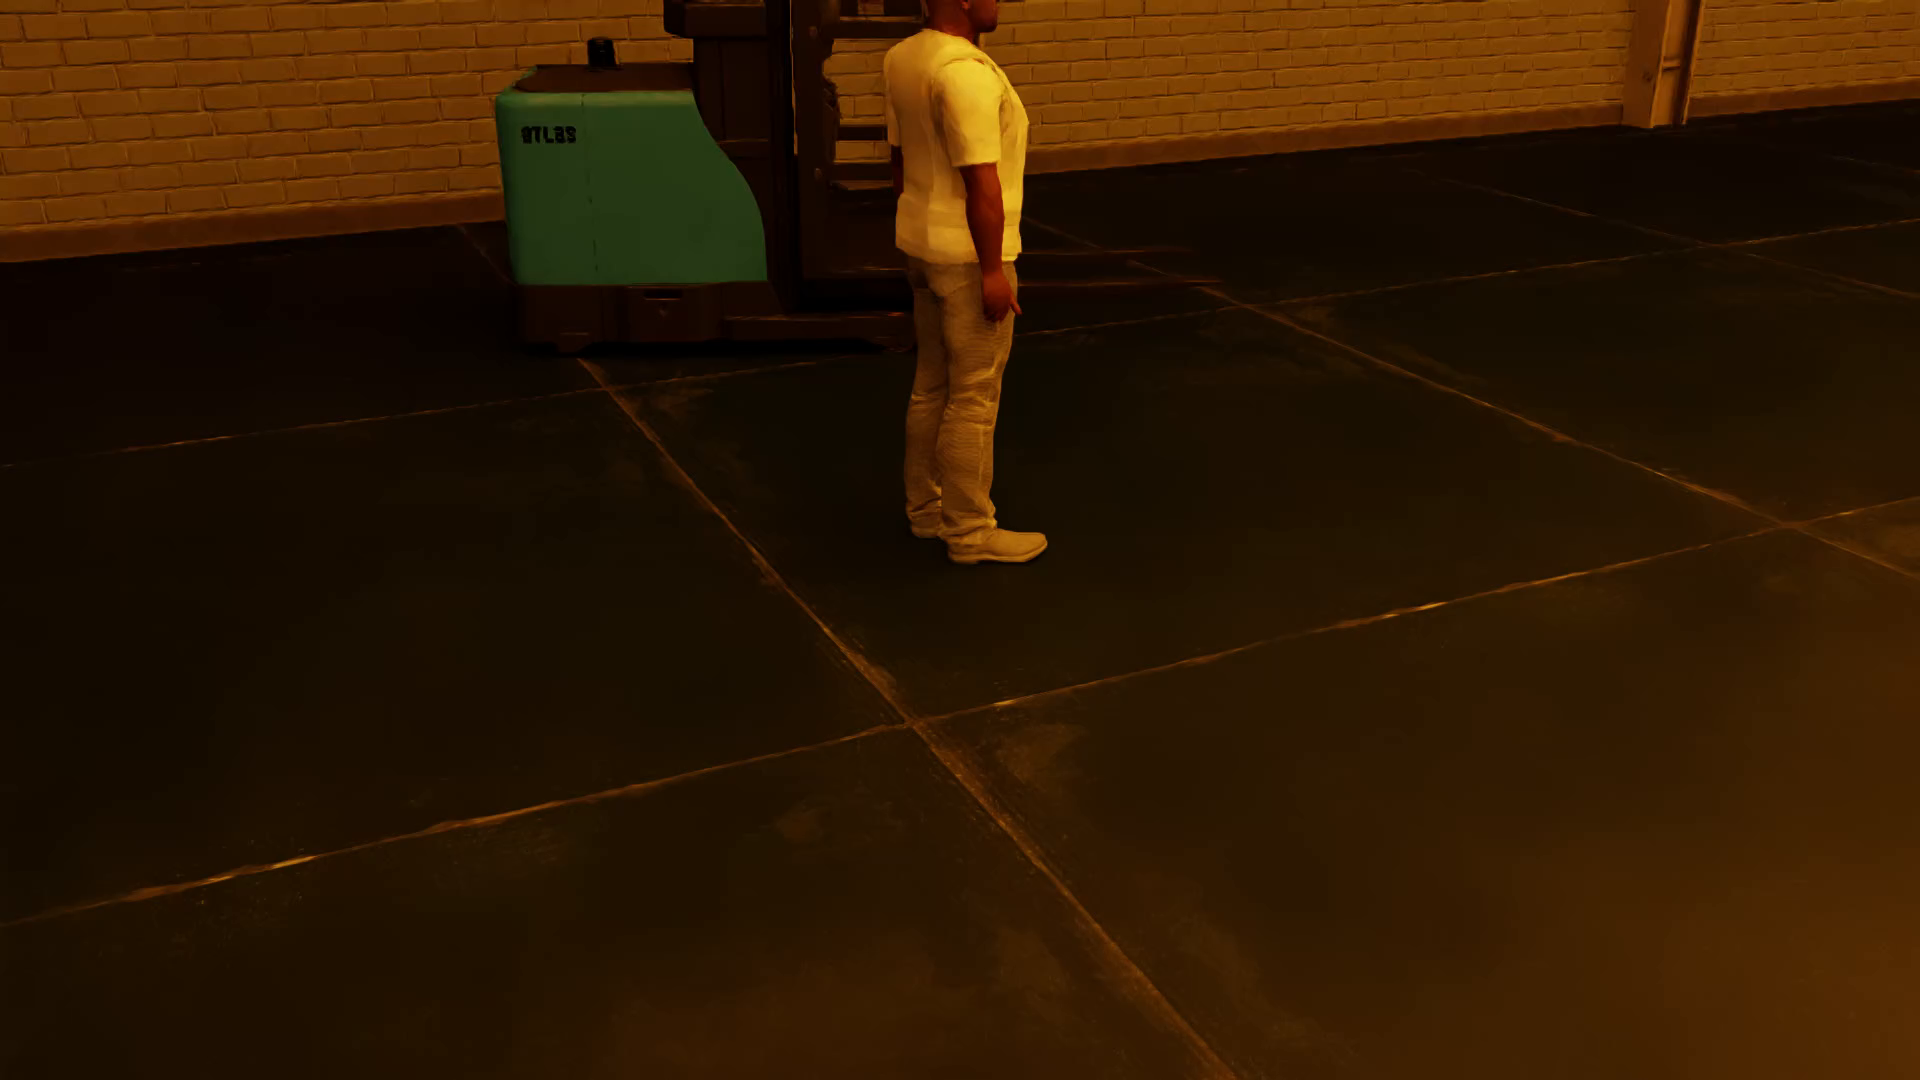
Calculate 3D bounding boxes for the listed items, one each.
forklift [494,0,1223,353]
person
[{"bbox_3d":[-0.391,-2.348,6.939,3.031,2.935,1.130,-2,23,-5],"label":"forklift"},{"bbox_3d":[0.011,-0.819,4.774,0.367,1.771,0.559,-10,25,-23],"label":"person"}]
